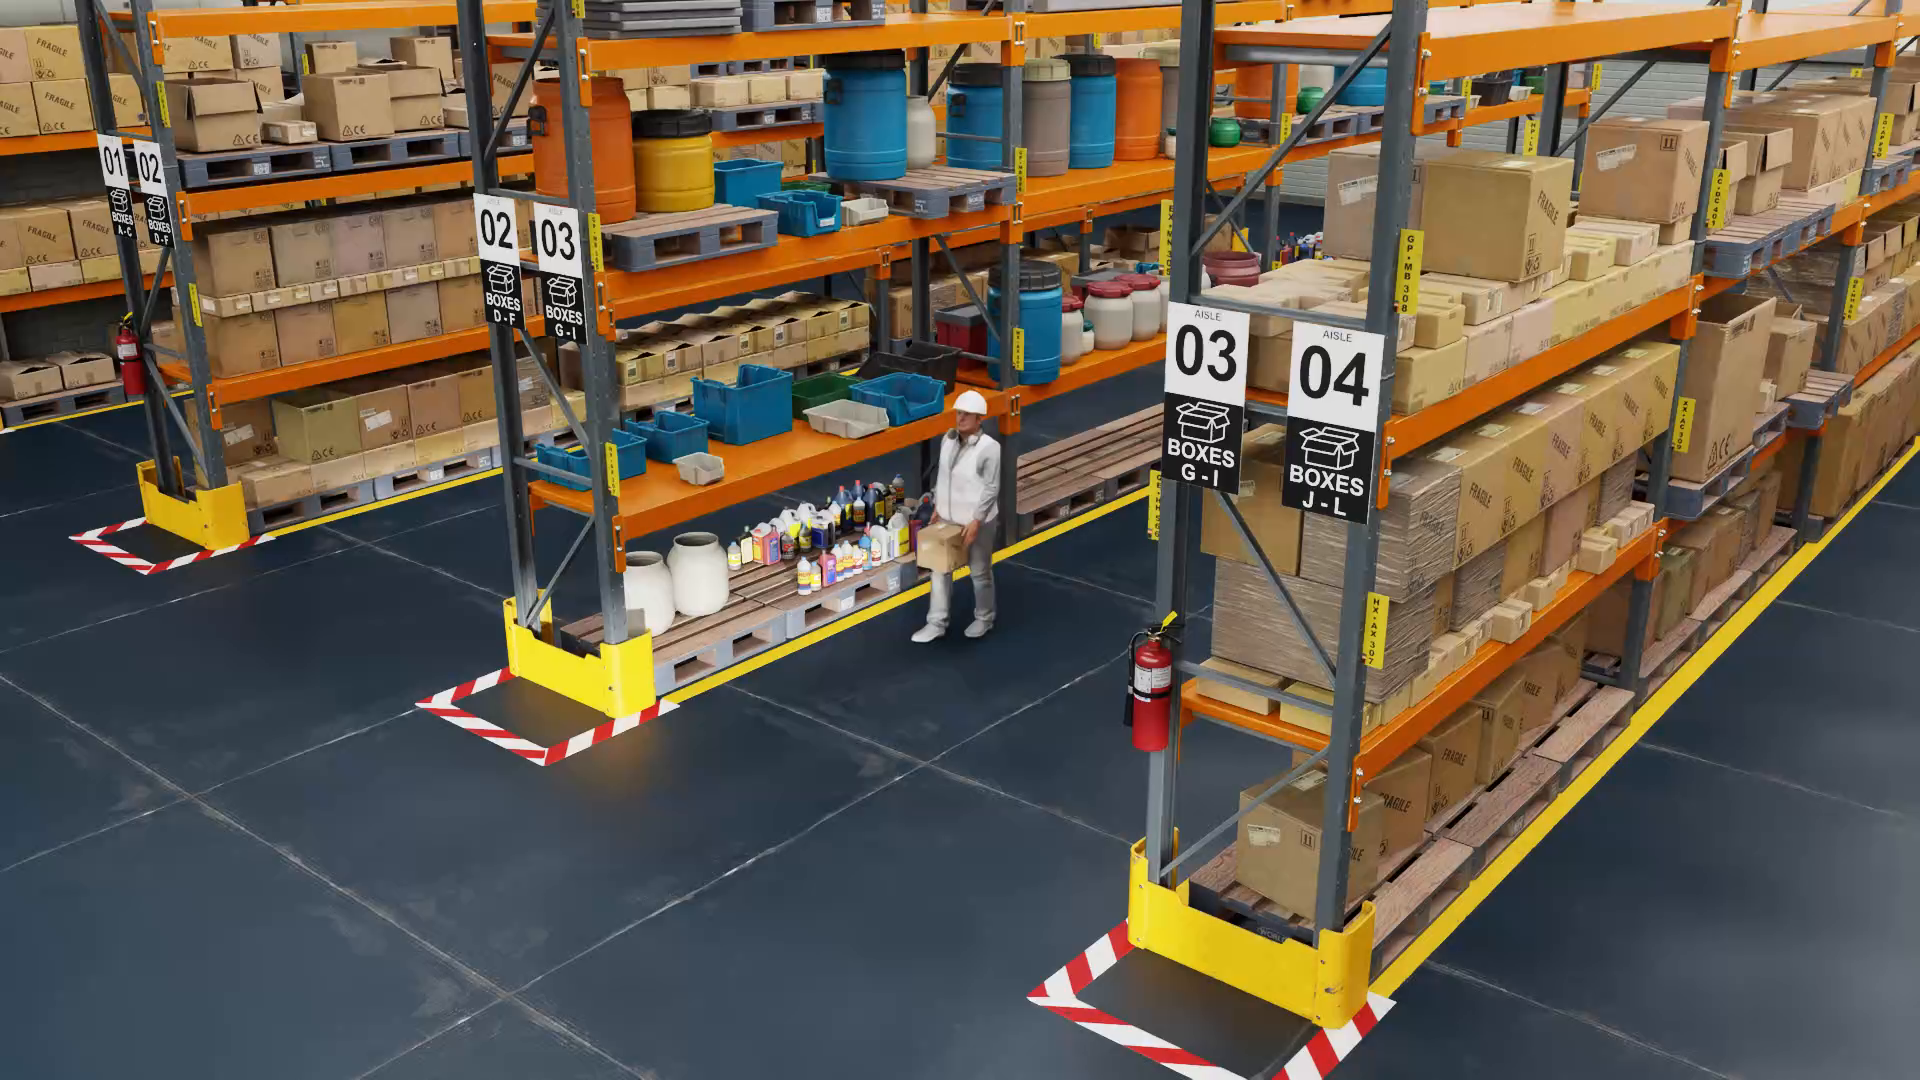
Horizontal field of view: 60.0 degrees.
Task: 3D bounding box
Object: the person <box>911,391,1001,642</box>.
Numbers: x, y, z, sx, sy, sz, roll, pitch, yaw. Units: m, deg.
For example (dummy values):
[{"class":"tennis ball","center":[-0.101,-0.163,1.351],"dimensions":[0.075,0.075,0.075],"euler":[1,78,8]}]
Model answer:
[{"class":"person","center":[0.010,-0.144,11.397],"dimensions":[0.540,1.766,0.646],"euler":[16,25,36]}]
